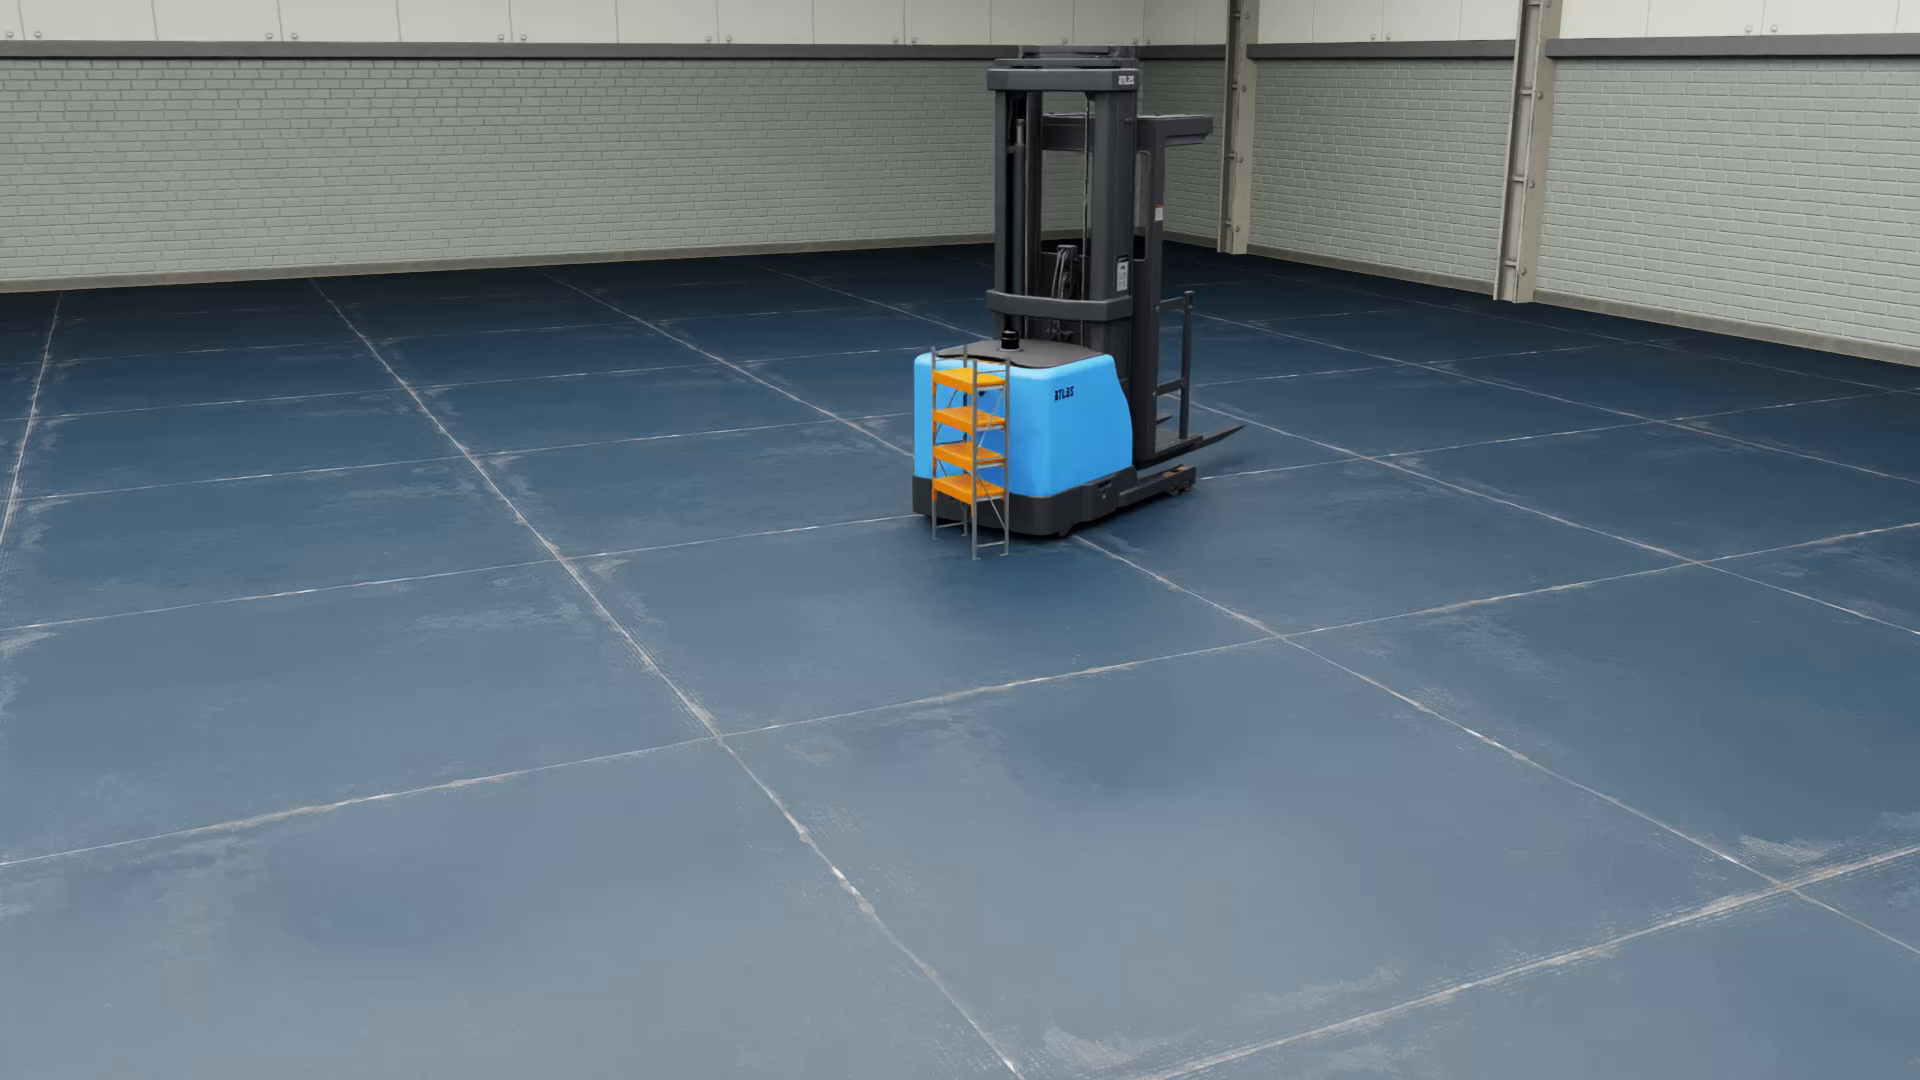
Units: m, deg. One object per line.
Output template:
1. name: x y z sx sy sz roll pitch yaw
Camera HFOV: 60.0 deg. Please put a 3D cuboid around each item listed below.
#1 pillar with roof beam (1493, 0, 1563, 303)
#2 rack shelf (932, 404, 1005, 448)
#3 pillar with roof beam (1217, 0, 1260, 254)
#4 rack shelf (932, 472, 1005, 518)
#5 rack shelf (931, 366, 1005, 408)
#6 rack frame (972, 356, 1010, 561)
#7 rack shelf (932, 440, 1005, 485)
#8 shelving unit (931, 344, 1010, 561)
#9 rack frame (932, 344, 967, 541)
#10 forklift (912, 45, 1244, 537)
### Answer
1. pillar with roof beam: 2.982 -6.771 17.530 9.100 9.000 0.400 -8 18 -25
2. rack shelf: 0.059 -0.680 9.877 0.258 0.148 0.480 -9 18 -29
3. pillar with roof beam: 0.353 -8.258 22.714 9.100 9.000 0.400 -8 18 -25
4. rack shelf: 0.059 -0.274 9.994 0.258 0.148 0.480 -9 18 -29
5. rack shelf: 0.059 -0.907 9.812 0.258 0.148 0.480 -9 18 -29
6. rack frame: 0.181 -0.471 9.717 0.240 1.200 0.015 -9 18 -29
7. rack shelf: 0.059 -0.465 9.939 0.258 0.148 0.480 -9 18 -29
8. shelving unit: 0.059 -0.530 9.921 0.258 1.200 0.503 -9 18 -29
9. rack frame: -0.063 -0.588 10.124 0.240 1.200 0.015 -9 18 -29
10. forklift: 0.971 -1.776 11.126 1.130 2.935 3.031 11 20 34
